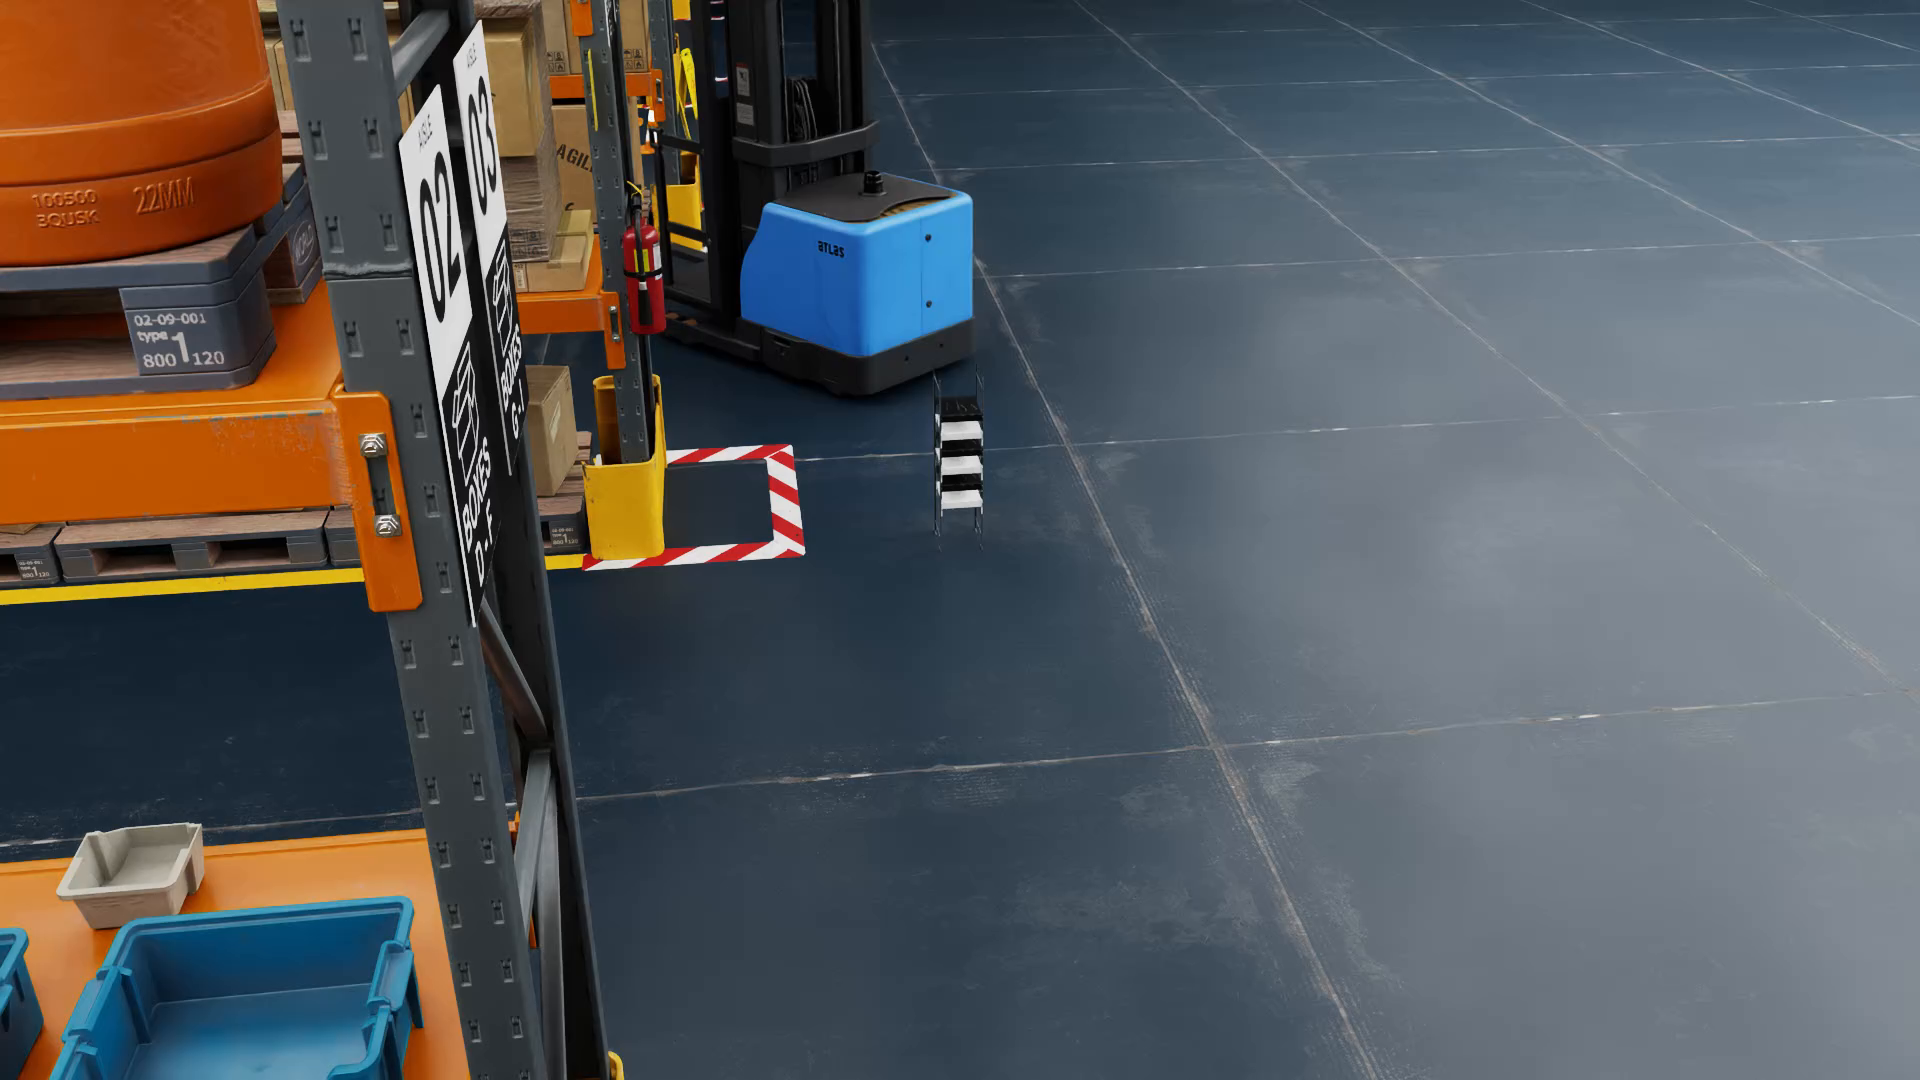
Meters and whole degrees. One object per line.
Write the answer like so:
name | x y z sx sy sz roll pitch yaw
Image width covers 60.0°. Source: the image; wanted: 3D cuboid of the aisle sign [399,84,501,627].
aisle sign | -0.817 -0.298 2.697 0.004 0.787 0.394 -4 27 -7

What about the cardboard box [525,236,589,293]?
cardboard box | -1.873 -1.287 7.748 0.250 0.149 0.380 -4 27 -7

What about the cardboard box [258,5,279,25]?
cardboard box | -3.193 -2.159 7.641 0.500 0.500 0.500 -4 27 -7

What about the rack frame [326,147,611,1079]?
rack frame | -0.929 0.729 3.544 0.127 3.000 1.000 -4 27 -7

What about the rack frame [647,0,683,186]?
rack frame | -2.210 -3.759 12.290 0.127 3.000 1.000 -4 27 -7

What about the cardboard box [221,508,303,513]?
cardboard box | -3.450 -0.468 8.154 0.500 0.500 0.500 -1 27 -2

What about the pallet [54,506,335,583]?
pallet | -3.710 -0.153 8.317 1.213 0.211 1.003 -4 27 -7

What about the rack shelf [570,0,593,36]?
rack shelf | -3.600 -2.397 7.139 4.000 0.370 1.077 -4 27 -7

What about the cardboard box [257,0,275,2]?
cardboard box | -4.719 -4.119 11.645 0.550 0.550 0.875 -4 27 -7

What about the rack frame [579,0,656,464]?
rack frame | -1.619 -1.510 7.907 0.127 3.000 1.000 -4 27 -7

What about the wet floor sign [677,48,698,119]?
wet floor sign | -2.663 -4.471 16.257 0.232 0.644 0.267 6 28 11

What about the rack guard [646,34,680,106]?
rack guard | -3.075 -4.873 17.200 0.348 0.500 1.175 -4 27 -7

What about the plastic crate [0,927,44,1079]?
plastic crate | -2.027 1.001 3.176 0.408 0.251 0.499 -4 27 -7

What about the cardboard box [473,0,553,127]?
cardboard box | -2.202 -2.220 7.760 0.500 0.500 0.500 -4 27 -7

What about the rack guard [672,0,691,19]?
rack guard | -3.672 -7.123 21.585 0.348 0.500 1.175 -4 27 -7

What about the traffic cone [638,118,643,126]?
traffic cone | -3.246 -4.251 16.028 0.334 0.463 0.336 -4 27 -7

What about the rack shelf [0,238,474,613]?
rack shelf | -2.910 -0.158 2.775 4.000 0.370 1.077 -4 27 -7

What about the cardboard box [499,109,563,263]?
cardboard box | -2.168 -1.664 7.773 0.500 0.500 0.875 -4 27 -7

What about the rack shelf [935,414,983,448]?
rack shelf | -0.008 -0.530 7.977 0.200 0.077 0.258 -4 27 -7

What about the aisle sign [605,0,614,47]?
aisle sign | -1.516 -2.535 7.057 0.004 0.787 0.394 -4 27 -7

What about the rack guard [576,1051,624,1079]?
rack guard | -0.998 1.867 4.063 0.348 0.500 1.175 -4 27 -7

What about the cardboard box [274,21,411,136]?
cardboard box | -2.624 -1.951 7.235 0.500 0.500 0.500 -4 27 -7

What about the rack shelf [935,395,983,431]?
rack shelf | -0.008 -0.610 7.936 0.200 0.077 0.258 -4 27 -7

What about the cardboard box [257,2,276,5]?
cardboard box | -4.715 -3.626 11.867 0.550 0.550 0.875 -4 27 -7

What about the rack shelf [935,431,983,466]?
rack shelf | -0.008 -0.450 8.018 0.200 0.077 0.258 -4 27 -7

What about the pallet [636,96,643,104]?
pallet | -3.885 -4.709 17.196 1.213 0.211 1.003 -4 27 -7

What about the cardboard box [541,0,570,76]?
cardboard box | -3.113 -3.737 12.082 0.550 0.550 0.875 -4 27 -7

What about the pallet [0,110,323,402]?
pallet | -1.762 -0.513 2.886 1.213 0.211 1.003 -4 27 -7

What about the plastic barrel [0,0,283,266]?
plastic barrel | -1.393 -0.895 2.493 0.708 0.830 0.600 -4 27 -7

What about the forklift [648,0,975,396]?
forklift | -1.335 -2.709 10.318 3.031 2.935 1.130 23 35 37

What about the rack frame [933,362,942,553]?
rack frame | -0.109 -0.393 8.031 0.006 0.900 0.240 -4 27 -7

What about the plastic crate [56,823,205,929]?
plastic crate | -1.860 0.758 3.776 0.250 0.136 0.298 -4 27 -7

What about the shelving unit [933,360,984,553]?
shelving unit | -0.008 -0.400 8.044 0.210 0.900 0.258 -4 27 -7
